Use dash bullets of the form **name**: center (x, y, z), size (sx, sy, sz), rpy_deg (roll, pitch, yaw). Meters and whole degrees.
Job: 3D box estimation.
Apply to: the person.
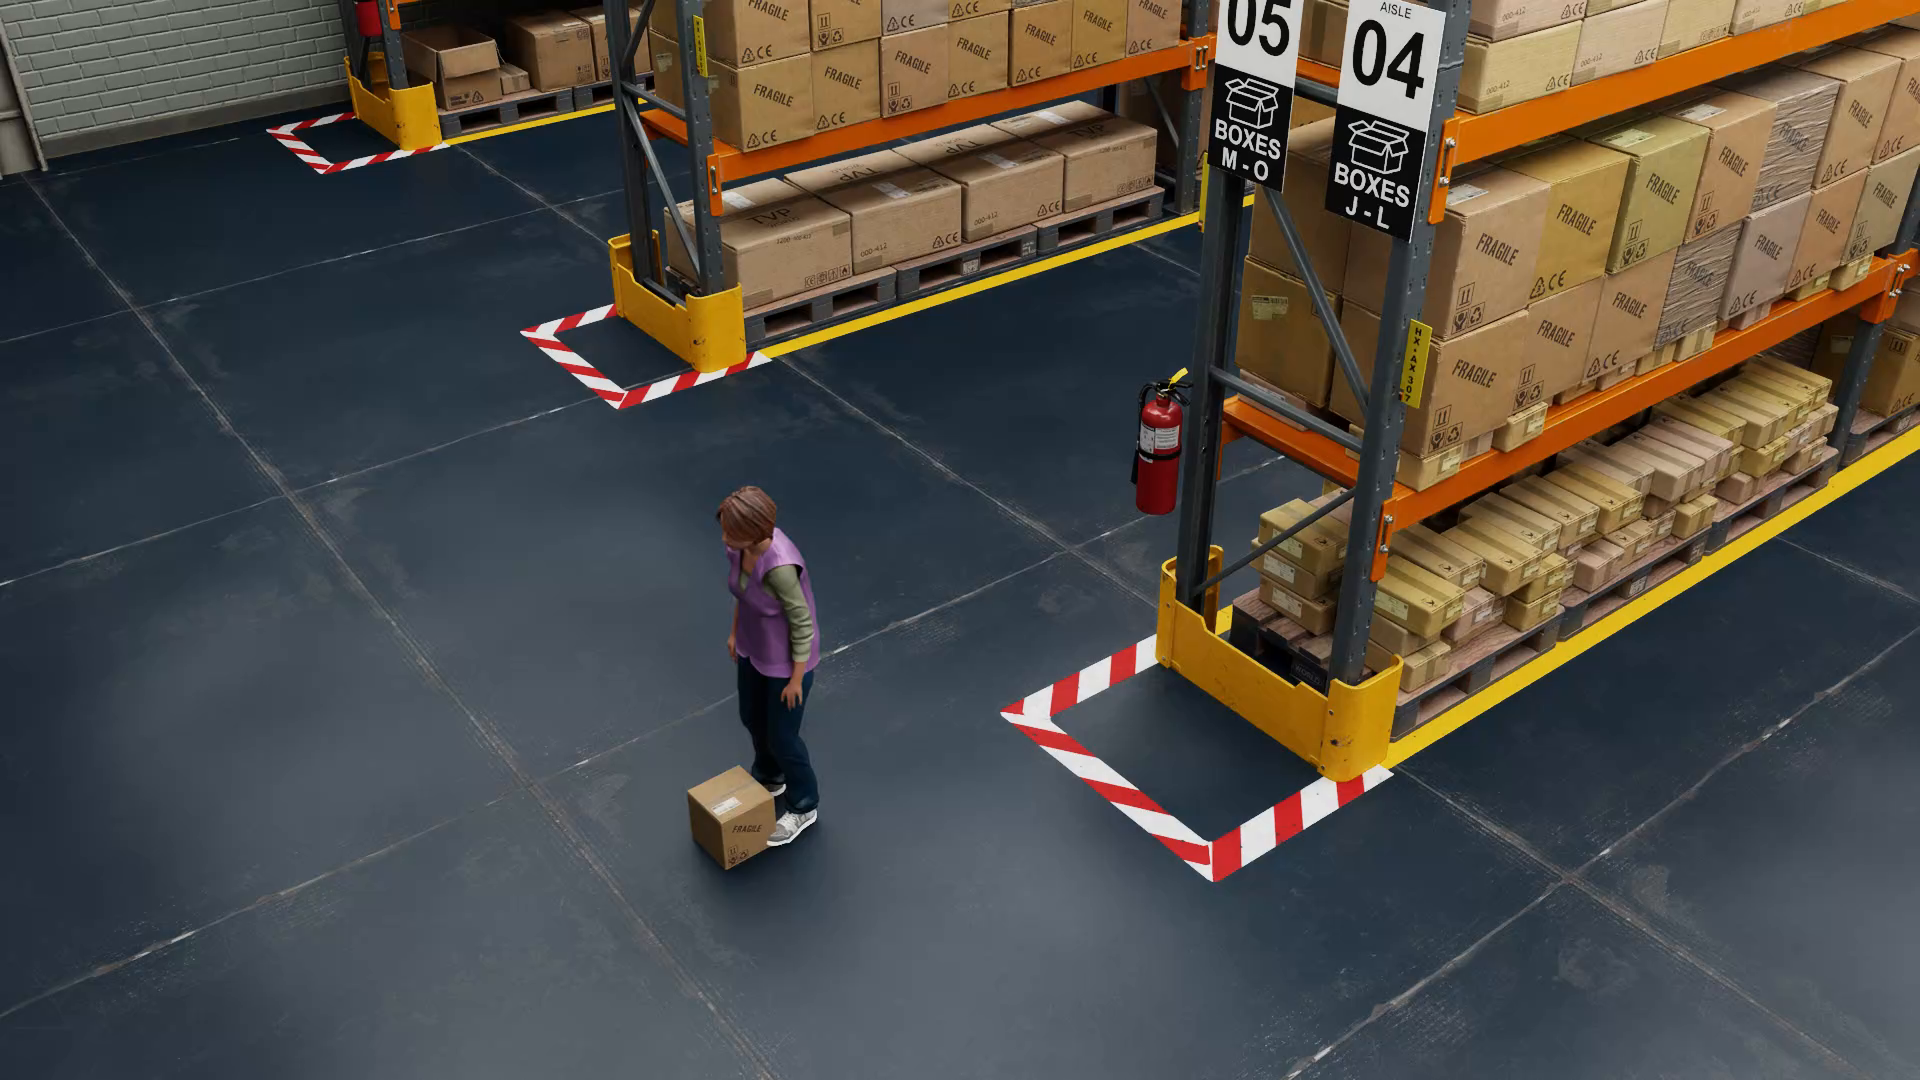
- **person**: center (-0.732, 0.470, 6.426), size (0.350, 1.579, 0.470), rpy_deg (-23, 39, -32)
